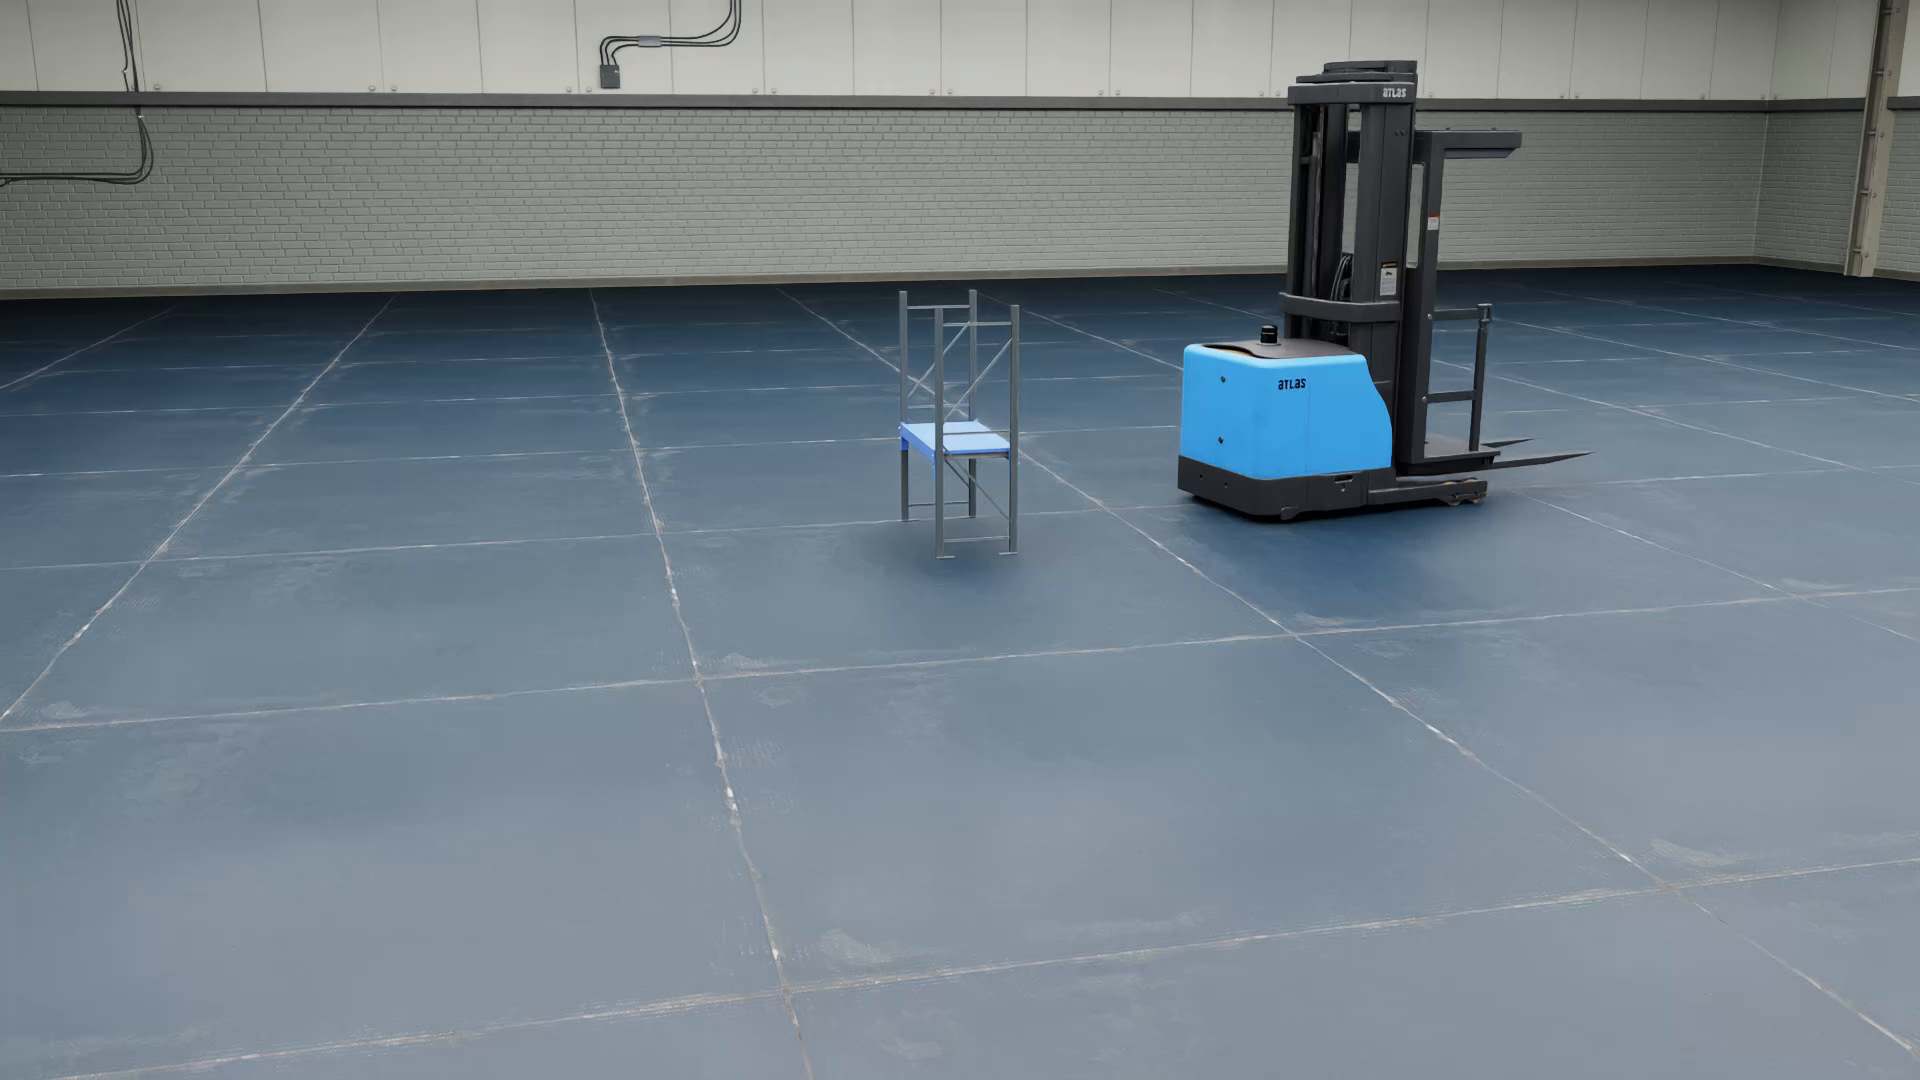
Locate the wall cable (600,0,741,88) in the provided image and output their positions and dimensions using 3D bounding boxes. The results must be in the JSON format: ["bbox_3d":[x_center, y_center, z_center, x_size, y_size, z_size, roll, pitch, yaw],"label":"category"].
[{"bbox_3d":[-4.675,-10.285,26.397,2.305,6.003,0.169,-3,14,-13],"label":"wall cable"}]

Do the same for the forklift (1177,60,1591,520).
[{"bbox_3d":[3.078,-1.765,11.476,3.031,2.935,1.130,-6,15,-24],"label":"forklift"}]

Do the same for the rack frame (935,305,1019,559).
[{"bbox_3d":[0.099,-0.631,9.850,0.500,1.500,0.032,-3,14,-13],"label":"rack frame"}]

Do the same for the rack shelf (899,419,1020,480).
[{"bbox_3d":[-0.020,-0.574,10.372,0.538,0.185,1.000,-3,14,-13],"label":"rack shelf"}]

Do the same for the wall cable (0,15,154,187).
[{"bbox_3d":[-13.907,-6.599,25.018,3.097,2.526,0.112,-3,14,-13],"label":"wall cable"}]

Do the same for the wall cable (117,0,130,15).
[{"bbox_3d":[-11.277,-9.203,25.036,3.097,2.526,0.112,-3,14,-13],"label":"wall cable"}]

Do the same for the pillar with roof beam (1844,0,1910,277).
[{"bbox_3d":[11.934,-8.870,27.770,9.100,9.000,0.400,-3,14,-13],"label":"pillar with roof beam"}]

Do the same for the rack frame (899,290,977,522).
[{"bbox_3d":[-0.139,-0.866,10.810,0.500,1.500,0.032,-3,14,-13],"label":"rack frame"}]

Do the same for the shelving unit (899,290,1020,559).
[{"bbox_3d":[-0.020,-0.748,10.330,0.538,1.500,1.048,-3,14,-13],"label":"shelving unit"}]
